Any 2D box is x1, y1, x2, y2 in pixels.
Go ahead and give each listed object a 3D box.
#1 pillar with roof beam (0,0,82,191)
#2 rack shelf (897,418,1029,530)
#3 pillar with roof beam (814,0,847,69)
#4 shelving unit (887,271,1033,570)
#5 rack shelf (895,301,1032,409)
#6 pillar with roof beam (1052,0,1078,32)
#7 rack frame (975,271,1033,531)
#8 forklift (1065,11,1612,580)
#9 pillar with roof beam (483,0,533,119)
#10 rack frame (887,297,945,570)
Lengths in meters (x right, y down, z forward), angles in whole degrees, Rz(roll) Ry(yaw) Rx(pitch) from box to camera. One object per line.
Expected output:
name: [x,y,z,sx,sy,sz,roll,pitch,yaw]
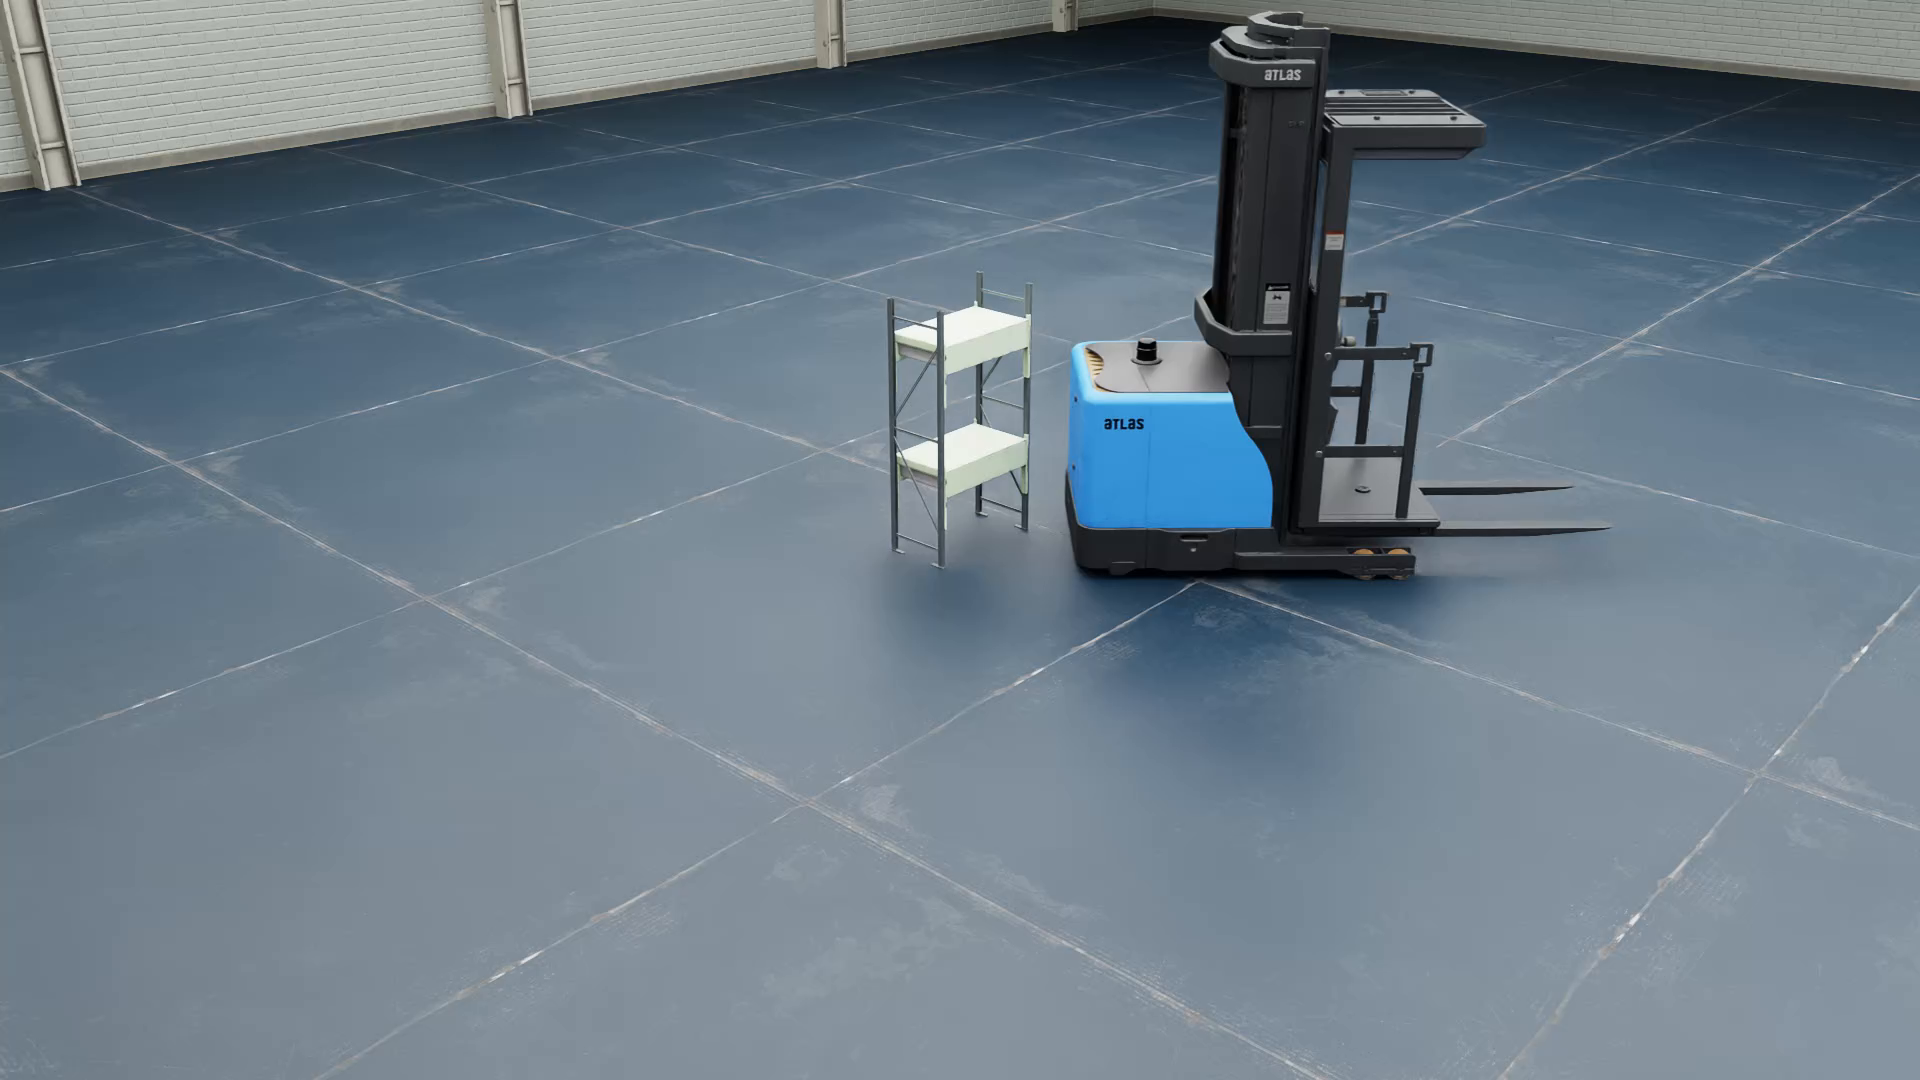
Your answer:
pillar with roof beam: [-6.869,-6.886,14.109,9.100,9.000,0.400,20,31,38]
rack shelf: [0.004,-0.389,9.581,0.431,0.370,0.720,20,31,38]
pillar with roof beam: [1.140,-10.542,22.263,9.100,9.000,0.400,20,31,38]
shelving unit: [0.004,-0.686,9.448,0.431,1.500,0.755,20,31,38]
rack shelf: [0.004,-1.042,9.288,0.431,0.370,0.720,20,31,38]
pillar with roof beam: [5.145,-12.370,26.340,9.100,9.000,0.400,20,31,38]
rack frame: [0.249,-0.798,9.696,0.400,1.500,0.023,20,31,38]
forklift: [2.156,-1.334,9.143,3.031,2.935,1.130,0,24,-1]
pillar with roof beam: [-2.864,-8.714,18.186,9.100,9.000,0.400,20,31,38]
rack frame: [-0.240,-0.575,9.199,0.400,1.500,0.023,20,31,38]
